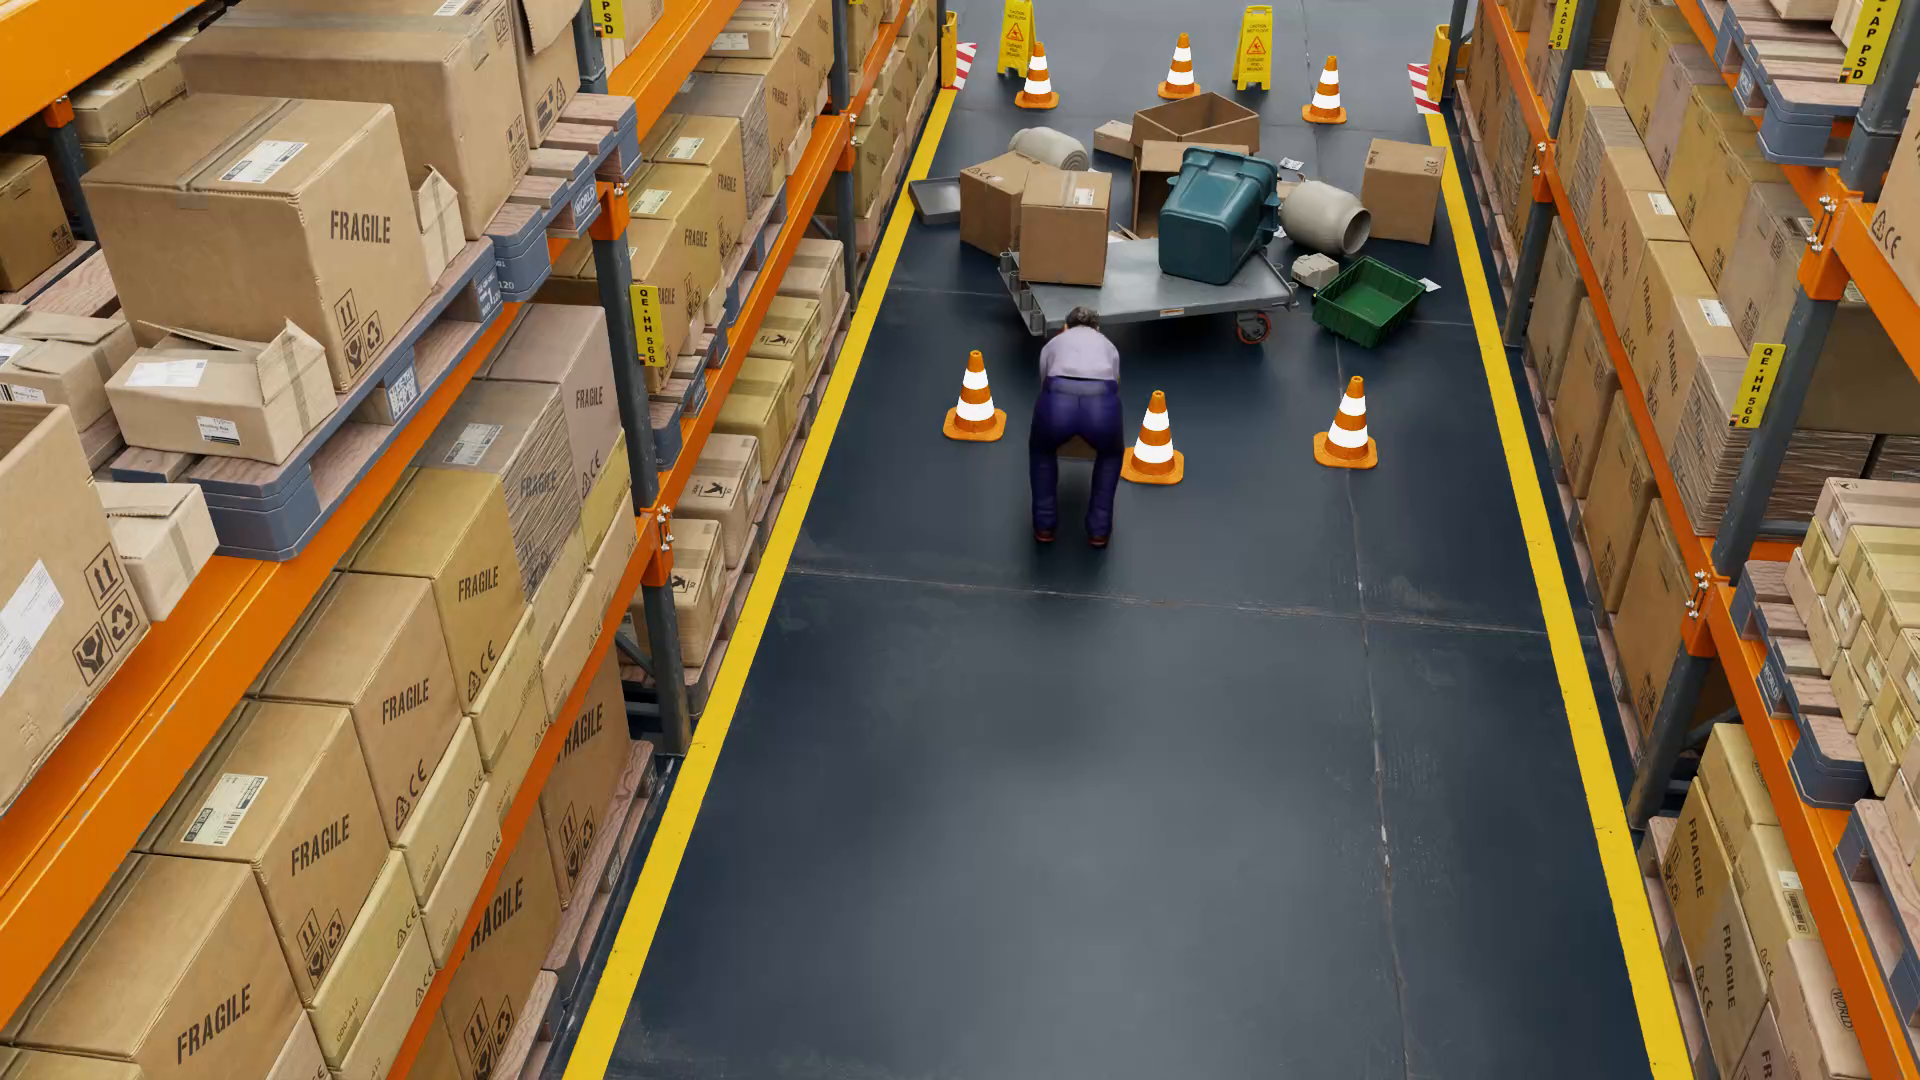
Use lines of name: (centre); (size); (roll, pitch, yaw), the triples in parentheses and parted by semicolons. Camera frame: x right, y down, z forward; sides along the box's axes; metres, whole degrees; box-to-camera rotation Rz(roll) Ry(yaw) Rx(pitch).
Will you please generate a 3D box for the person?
person: (0.602, -0.589, 8.398); (0.471, 1.004, 0.828); (3, 36, 4)
